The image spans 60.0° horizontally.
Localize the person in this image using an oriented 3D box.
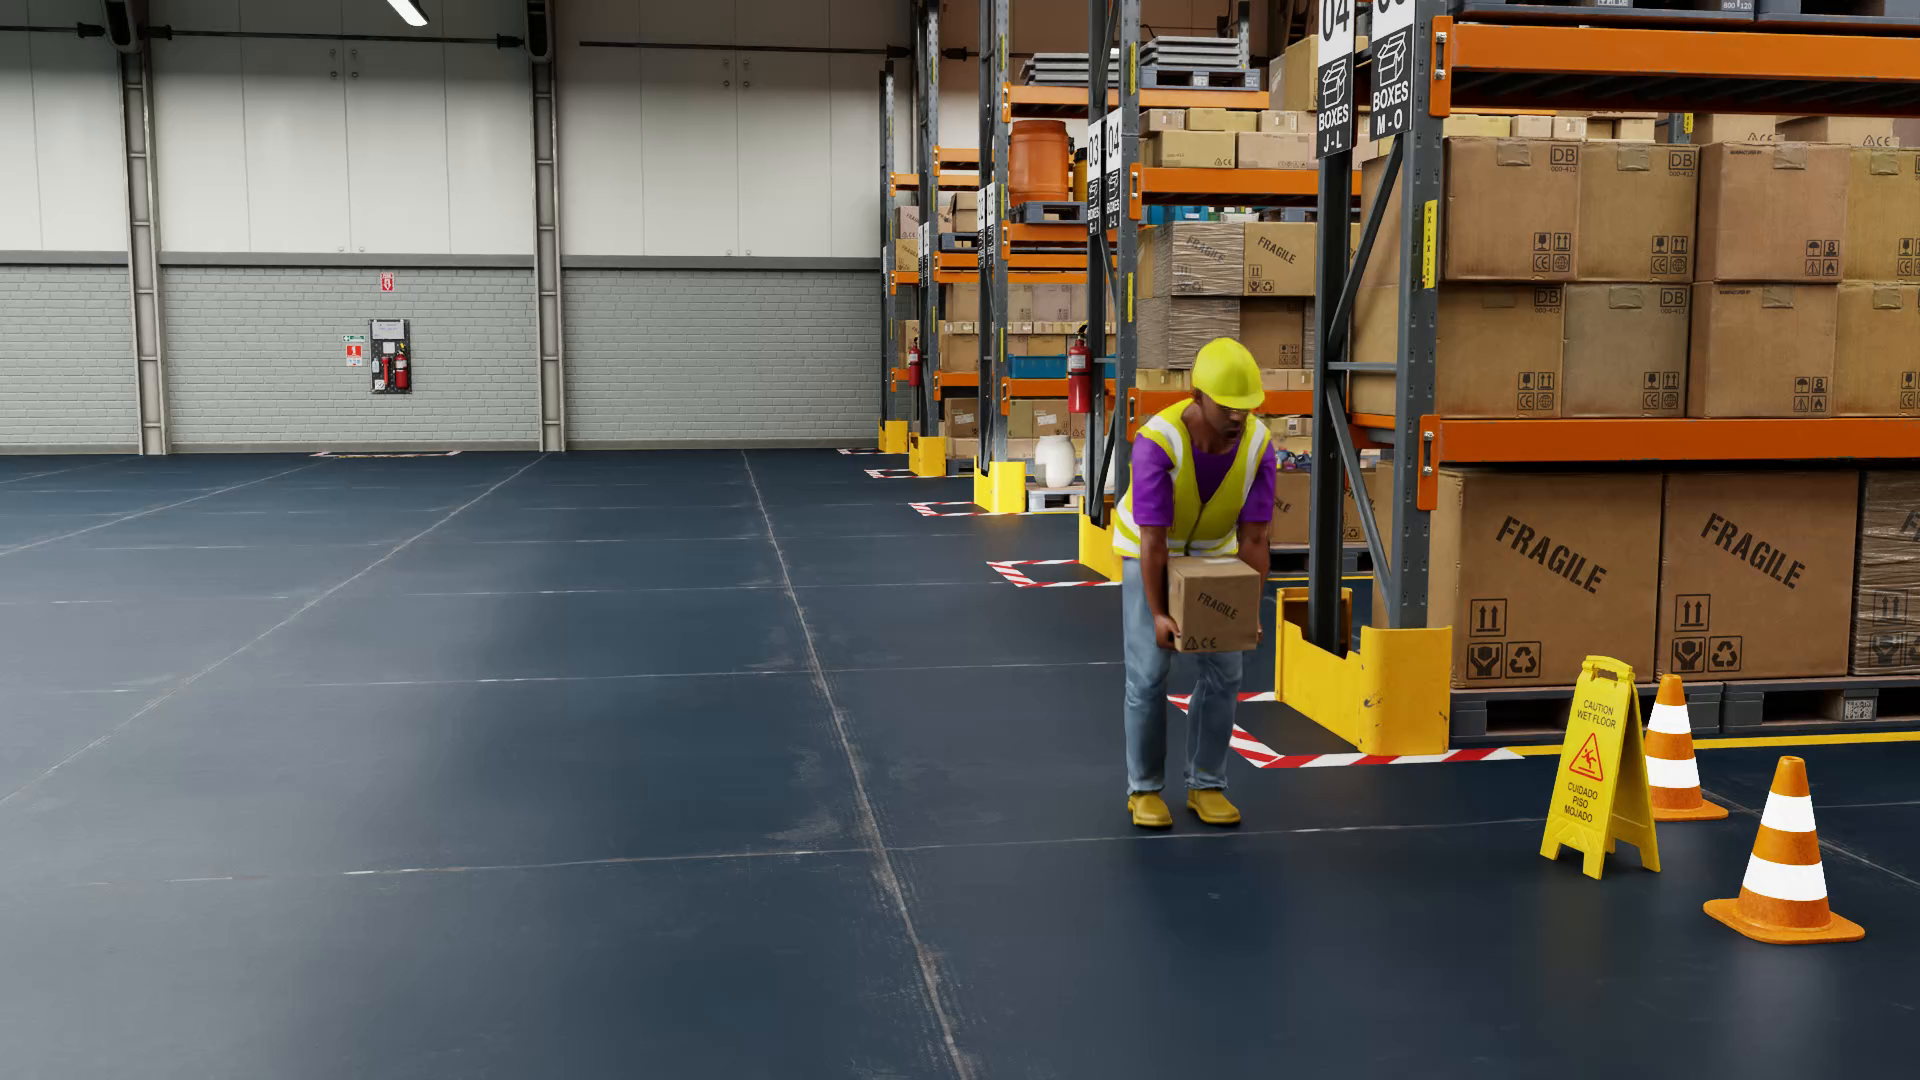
[{"bbox_3d":[0.783,0.152,5.452,0.480,1.608,0.749,-1,7,-10],"label":"person"}]
